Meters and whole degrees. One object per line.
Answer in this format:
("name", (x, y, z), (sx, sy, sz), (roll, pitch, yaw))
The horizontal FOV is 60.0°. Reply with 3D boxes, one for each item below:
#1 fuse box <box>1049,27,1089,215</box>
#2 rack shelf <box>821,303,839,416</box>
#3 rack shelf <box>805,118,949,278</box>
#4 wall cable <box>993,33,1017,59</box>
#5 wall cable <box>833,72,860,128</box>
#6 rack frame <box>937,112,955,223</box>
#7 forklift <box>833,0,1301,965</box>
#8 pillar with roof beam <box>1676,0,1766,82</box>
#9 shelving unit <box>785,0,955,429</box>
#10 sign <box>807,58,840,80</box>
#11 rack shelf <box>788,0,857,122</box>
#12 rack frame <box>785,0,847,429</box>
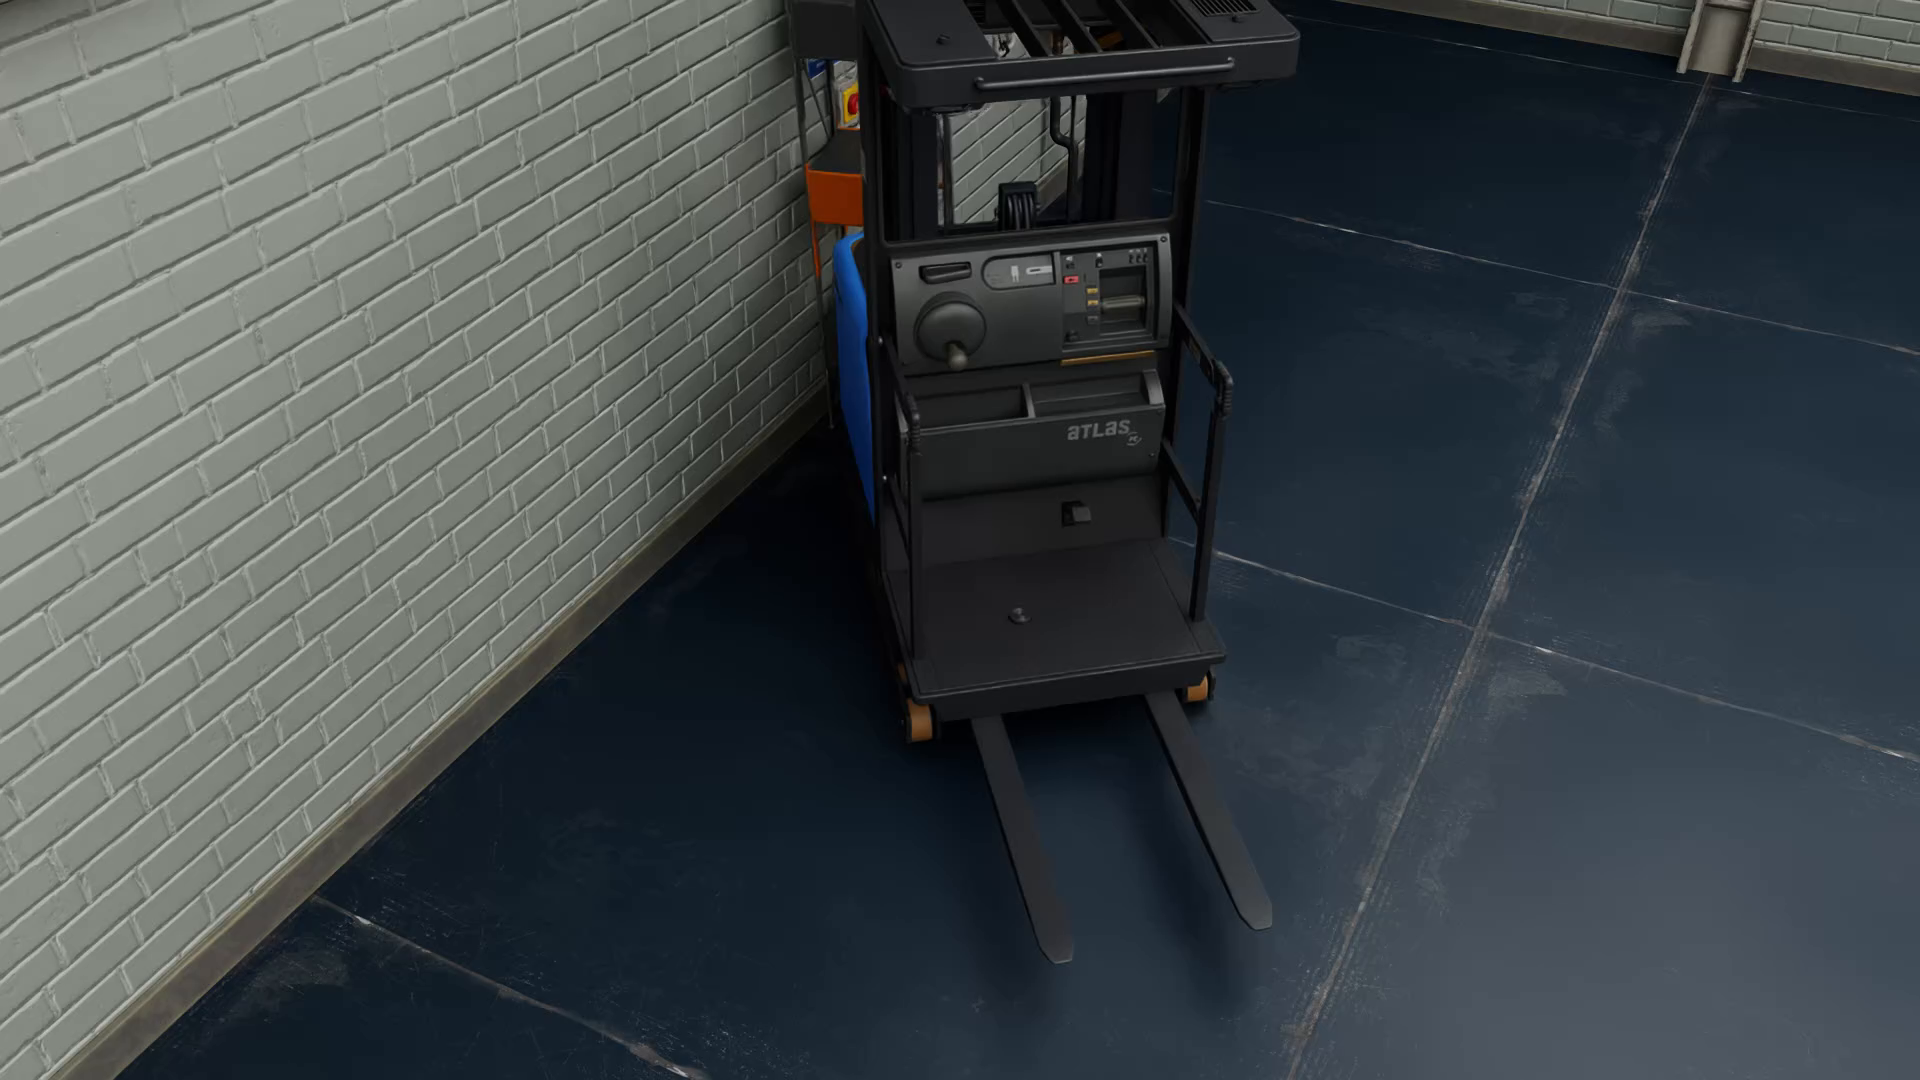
("fuse box", (0.642, -2.474, 8.594), (0.414, 1.711, 0.539), (17, 41, 21))
("rack shelf", (-0.295, -0.845, 7.276), (0.480, 0.518, 0.431), (8, 41, 12))
("rack shelf", (-0.320, -1.381, 6.826), (0.480, 0.518, 0.431), (8, 41, 12))
("wall cable", (0.189, -3.069, 7.472), (0.122, 1.984, 0.588), (17, 41, 21))
("wall cable", (-0.453, -2.317, 6.455), (0.123, 1.953, 0.585), (17, 41, 21))
("rack frame", (-0.084, -1.359, 6.765), (0.015, 2.100, 0.400), (8, 41, 12))
("forklift", (0.286, -0.709, 5.259), (1.130, 2.935, 3.031), (-7, 38, -9))
("pillar with roof beam", (2.884, -4.322, 5.001), (0.400, 9.000, 9.100), (17, 41, 21))
("shelving unit", (-0.320, -1.391, 6.817), (0.503, 2.100, 0.431), (8, 41, 12))
("sign", (-0.530, -1.998, 6.678), (0.001, 0.218, 0.327), (17, 41, 21))
("rack shelf", (-0.345, -1.917, 6.376), (0.480, 0.518, 0.431), (8, 41, 12))
("rack frame", (-0.556, -1.424, 6.869), (0.015, 2.100, 0.400), (8, 41, 12))
